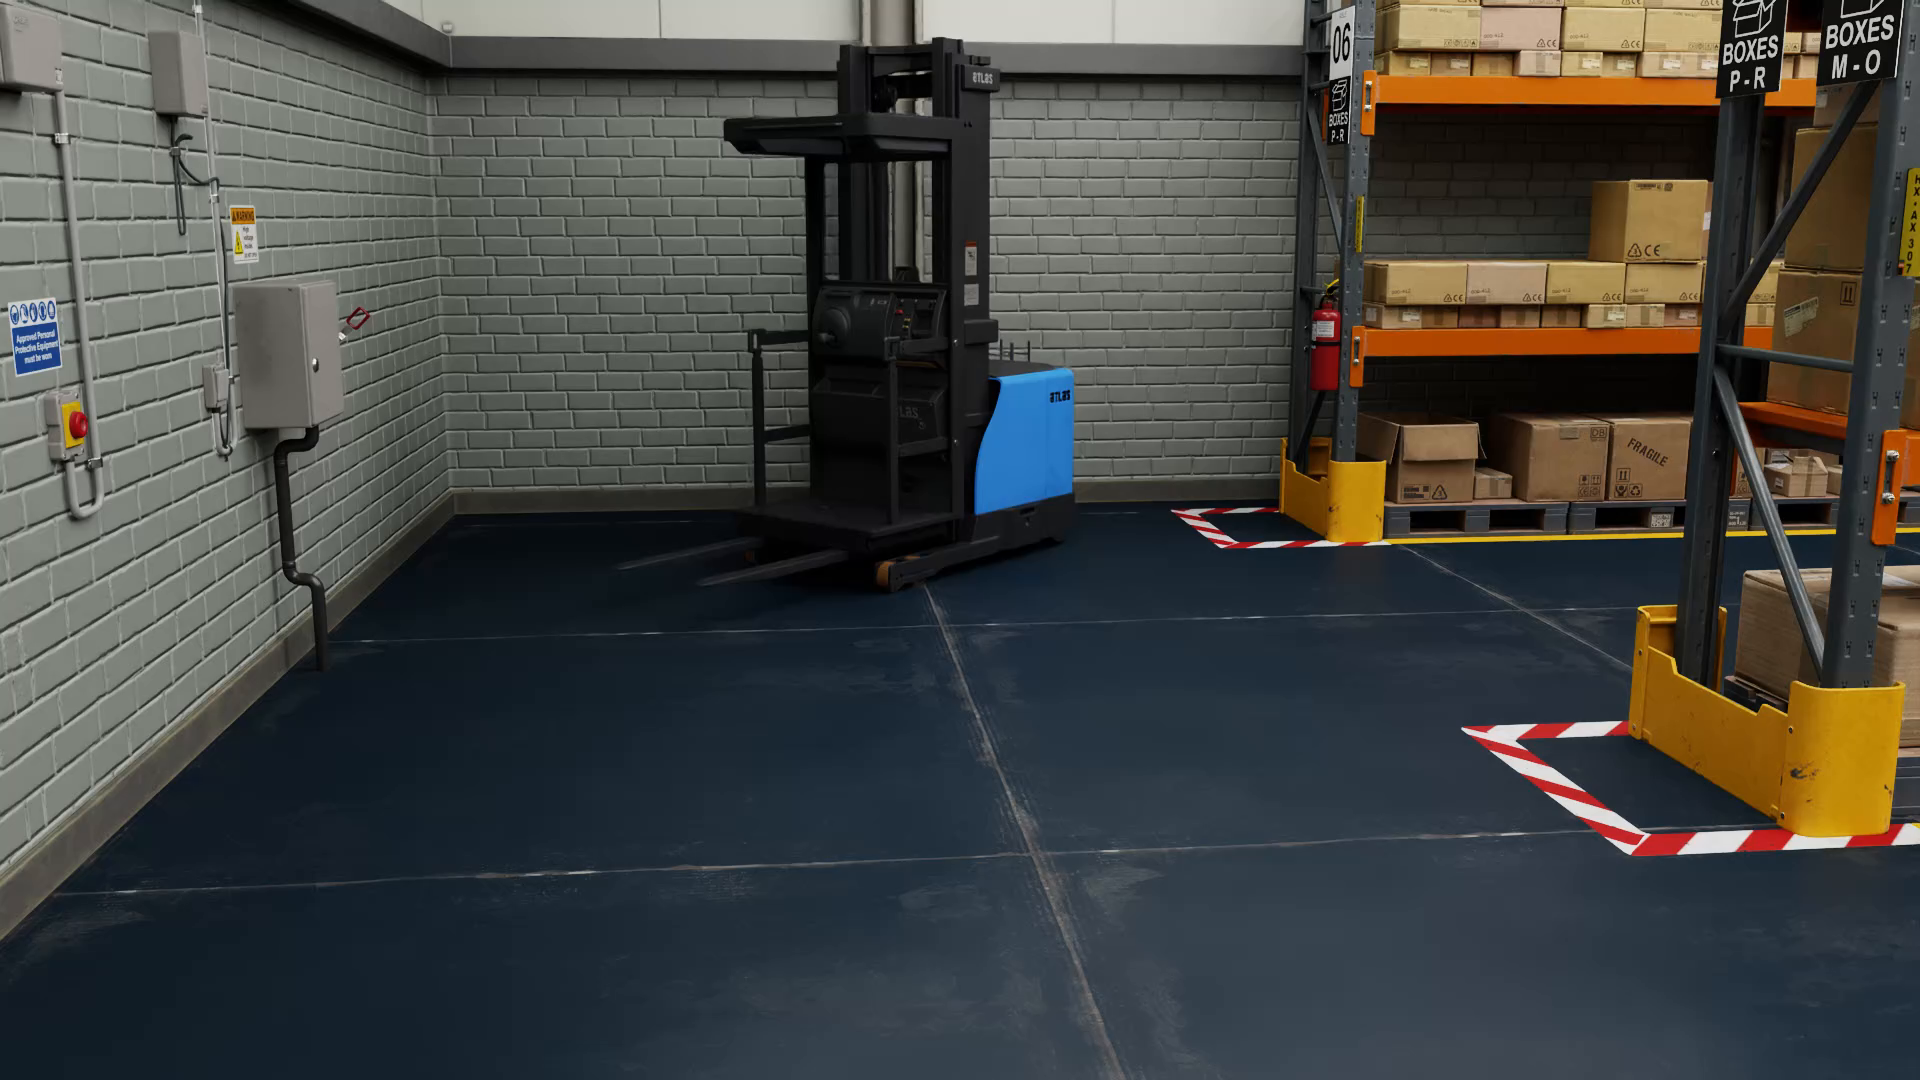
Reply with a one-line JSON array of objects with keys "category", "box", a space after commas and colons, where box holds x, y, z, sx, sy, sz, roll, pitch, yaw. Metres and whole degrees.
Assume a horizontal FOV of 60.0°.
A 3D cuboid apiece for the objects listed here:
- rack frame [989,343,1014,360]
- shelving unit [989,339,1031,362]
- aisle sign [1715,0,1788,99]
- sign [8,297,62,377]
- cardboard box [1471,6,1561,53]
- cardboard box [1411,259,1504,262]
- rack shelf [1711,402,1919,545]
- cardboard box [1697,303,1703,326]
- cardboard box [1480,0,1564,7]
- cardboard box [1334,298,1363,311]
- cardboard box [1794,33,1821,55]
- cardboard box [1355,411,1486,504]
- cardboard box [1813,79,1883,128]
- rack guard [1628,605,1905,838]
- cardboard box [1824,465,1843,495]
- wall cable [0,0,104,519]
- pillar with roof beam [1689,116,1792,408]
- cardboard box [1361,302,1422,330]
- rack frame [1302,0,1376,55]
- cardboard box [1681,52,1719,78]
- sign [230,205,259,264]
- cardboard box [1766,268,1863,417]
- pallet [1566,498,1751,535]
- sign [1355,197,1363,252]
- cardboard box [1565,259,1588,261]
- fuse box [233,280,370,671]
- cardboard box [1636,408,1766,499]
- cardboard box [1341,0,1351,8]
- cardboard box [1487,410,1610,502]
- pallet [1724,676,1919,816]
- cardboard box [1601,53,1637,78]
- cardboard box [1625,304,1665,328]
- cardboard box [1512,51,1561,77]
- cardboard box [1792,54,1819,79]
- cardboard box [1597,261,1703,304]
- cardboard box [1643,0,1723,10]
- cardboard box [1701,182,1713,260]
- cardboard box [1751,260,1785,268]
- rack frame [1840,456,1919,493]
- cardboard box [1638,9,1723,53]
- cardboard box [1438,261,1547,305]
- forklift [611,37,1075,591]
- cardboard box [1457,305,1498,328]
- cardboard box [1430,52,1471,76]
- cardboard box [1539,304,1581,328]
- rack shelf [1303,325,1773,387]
[{"category": "rack frame", "box": [0.241, -0.665, 10.642, 0.240, 1.200, 0.006, 9, 14, 37]}, {"category": "shelving unit", "box": [0.297, -0.679, 10.712, 0.258, 1.200, 0.189, 9, 14, 37]}, {"category": "aisle sign", "box": [2.763, -1.949, 5.766, 0.004, 0.787, 0.394, -1, 11, -6]}, {"category": "sign", "box": [-2.791, -0.615, 5.022, 0.001, 0.218, 0.327, -1, 11, -6]}, {"category": "cardboard box", "box": [3.302, -3.083, 10.114, 0.500, 0.250, 0.500, -1, 11, -5]}, {"category": "cardboard box", "box": [3.270, -1.711, 10.911, 0.500, 0.250, 0.500, -1, 11, -6]}, {"category": "rack shelf", "box": [4.856, -0.304, 6.003, 4.000, 0.370, 1.077, -1, 11, -6]}, {"category": "cardboard box", "box": [4.720, -1.458, 10.658, 0.250, 0.149, 0.380, -1, 11, -5]}, {"category": "cardboard box", "box": [3.304, -3.325, 10.049, 0.500, 0.250, 0.500, -1, 11, -6]}, {"category": "cardboard box", "box": [2.629, -1.502, 10.885, 0.250, 0.149, 0.380, -1, 11, -7]}, {"category": "cardboard box", "box": [5.337, -3.124, 10.323, 0.500, 0.250, 0.500, -2, 11, -8]}, {"category": "cardboard box", "box": [2.947, -0.543, 10.736, 0.637, 0.503, 0.797, -2, 11, -8]}, {"category": "cardboard box", "box": [3.203, -1.519, 5.787, 0.250, 0.149, 0.380, -1, 11, -5]}, {"category": "rack guard", "box": [2.844, 0.612, 5.961, 0.348, 0.500, 1.175, -1, 11, -6]}, {"category": "cardboard box", "box": [5.783, -0.390, 10.877, 0.250, 0.149, 0.380, -2, 11, -8]}, {"category": "wall cable", "box": [-2.735, -1.007, 5.001, 0.123, 1.953, 0.585, -1, 11, -6]}, {"category": "pillar with roof beam", "box": [5.980, -3.927, 7.015, 0.400, 9.000, 9.100, -1, 11, -6]}, {"category": "cardboard box", "box": [2.685, -1.398, 10.355, 0.250, 0.149, 0.380, -1, 11, -7]}, {"category": "rack frame", "box": [2.328, -4.511, 9.985, 0.127, 3.000, 1.000, -1, 11, -6]}, {"category": "cardboard box", "box": [4.452, -2.897, 10.204, 0.250, 0.149, 0.380, -1, 11, -5]}, {"category": "sign", "box": [-3.017, -1.290, 7.011, 0.001, 0.242, 0.339, -1, 11, -6]}, {"category": "cardboard box", "box": [3.319, -0.725, 6.022, 0.500, 0.500, 0.500, -1, 11, -6]}, {"category": "pallet", "box": [4.406, -0.242, 11.052, 1.213, 0.211, 1.003, -1, 11, -6]}, {"category": "sign", "box": [2.387, -1.888, 9.951, 0.005, 0.325, 0.100, -1, 11, -6]}, {"category": "cardboard box", "box": [4.282, -1.731, 11.014, 0.500, 0.250, 0.500, -1, 11, -6]}, {"category": "fuse box", "box": [-2.817, -0.267, 7.291, 0.414, 1.711, 0.539, -1, 11, -6]}, {"category": "cardboard box", "box": [4.833, -0.573, 10.899, 0.500, 0.500, 0.700, -2, 11, -8]}, {"category": "cardboard box", "box": [2.740, -3.419, 10.531, 0.500, 0.250, 0.500, -2, 11, -8]}, {"category": "cardboard box", "box": [3.801, -0.552, 10.789, 0.500, 0.500, 0.700, -1, 11, -4]}, {"category": "pallet", "box": [3.655, 0.721, 6.152, 1.213, 0.211, 1.003, -1, 11, -6]}, {"category": "cardboard box", "box": [3.943, -2.900, 10.217, 0.250, 0.149, 0.380, -1, 11, -7]}, {"category": "cardboard box", "box": [4.230, -1.425, 10.491, 0.250, 0.149, 0.380, -1, 11, -5]}, {"category": "cardboard box", "box": [3.444, -2.876, 10.095, 0.250, 0.149, 0.380, -1, 11, -5]}, {"category": "cardboard box", "box": [5.223, -2.922, 10.332, 0.250, 0.149, 0.380, -1, 11, -6]}, {"category": "cardboard box", "box": [4.319, -1.634, 10.520, 0.500, 0.250, 0.500, -1, 11, -8]}, {"category": "cardboard box", "box": [4.308, -3.350, 10.180, 0.500, 0.250, 0.500, -1, 11, -5]}, {"category": "cardboard box", "box": [4.796, -2.111, 11.003, 0.500, 0.500, 0.500, -2, 11, -8]}, {"category": "cardboard box", "box": [5.329, -1.652, 10.614, 0.500, 0.250, 0.500, -1, 11, -6]}, {"category": "rack frame", "box": [6.305, -1.651, 10.988, 0.127, 3.000, 1.000, -1, 11, -6]}, {"category": "cardboard box", "box": [4.324, -3.106, 10.234, 0.500, 0.250, 0.500, -1, 11, -7]}, {"category": "cardboard box", "box": [3.310, -1.608, 10.388, 0.500, 0.250, 0.500, -1, 11, -5]}, {"category": "forklift", "box": [-0.590, -1.267, 9.215, 1.130, 2.935, 3.031, 9, 14, 37]}, {"category": "cardboard box", "box": [3.190, -1.424, 10.489, 0.250, 0.149, 0.380, -1, 11, -7]}, {"category": "cardboard box", "box": [2.928, -2.888, 10.159, 0.250, 0.149, 0.380, -1, 11, -5]}, {"category": "cardboard box", "box": [3.711, -1.425, 10.490, 0.250, 0.149, 0.380, -1, 11, -5]}, {"category": "rack shelf", "box": [4.317, -1.256, 10.845, 4.000, 0.370, 1.077, -1, 11, -6]}]
